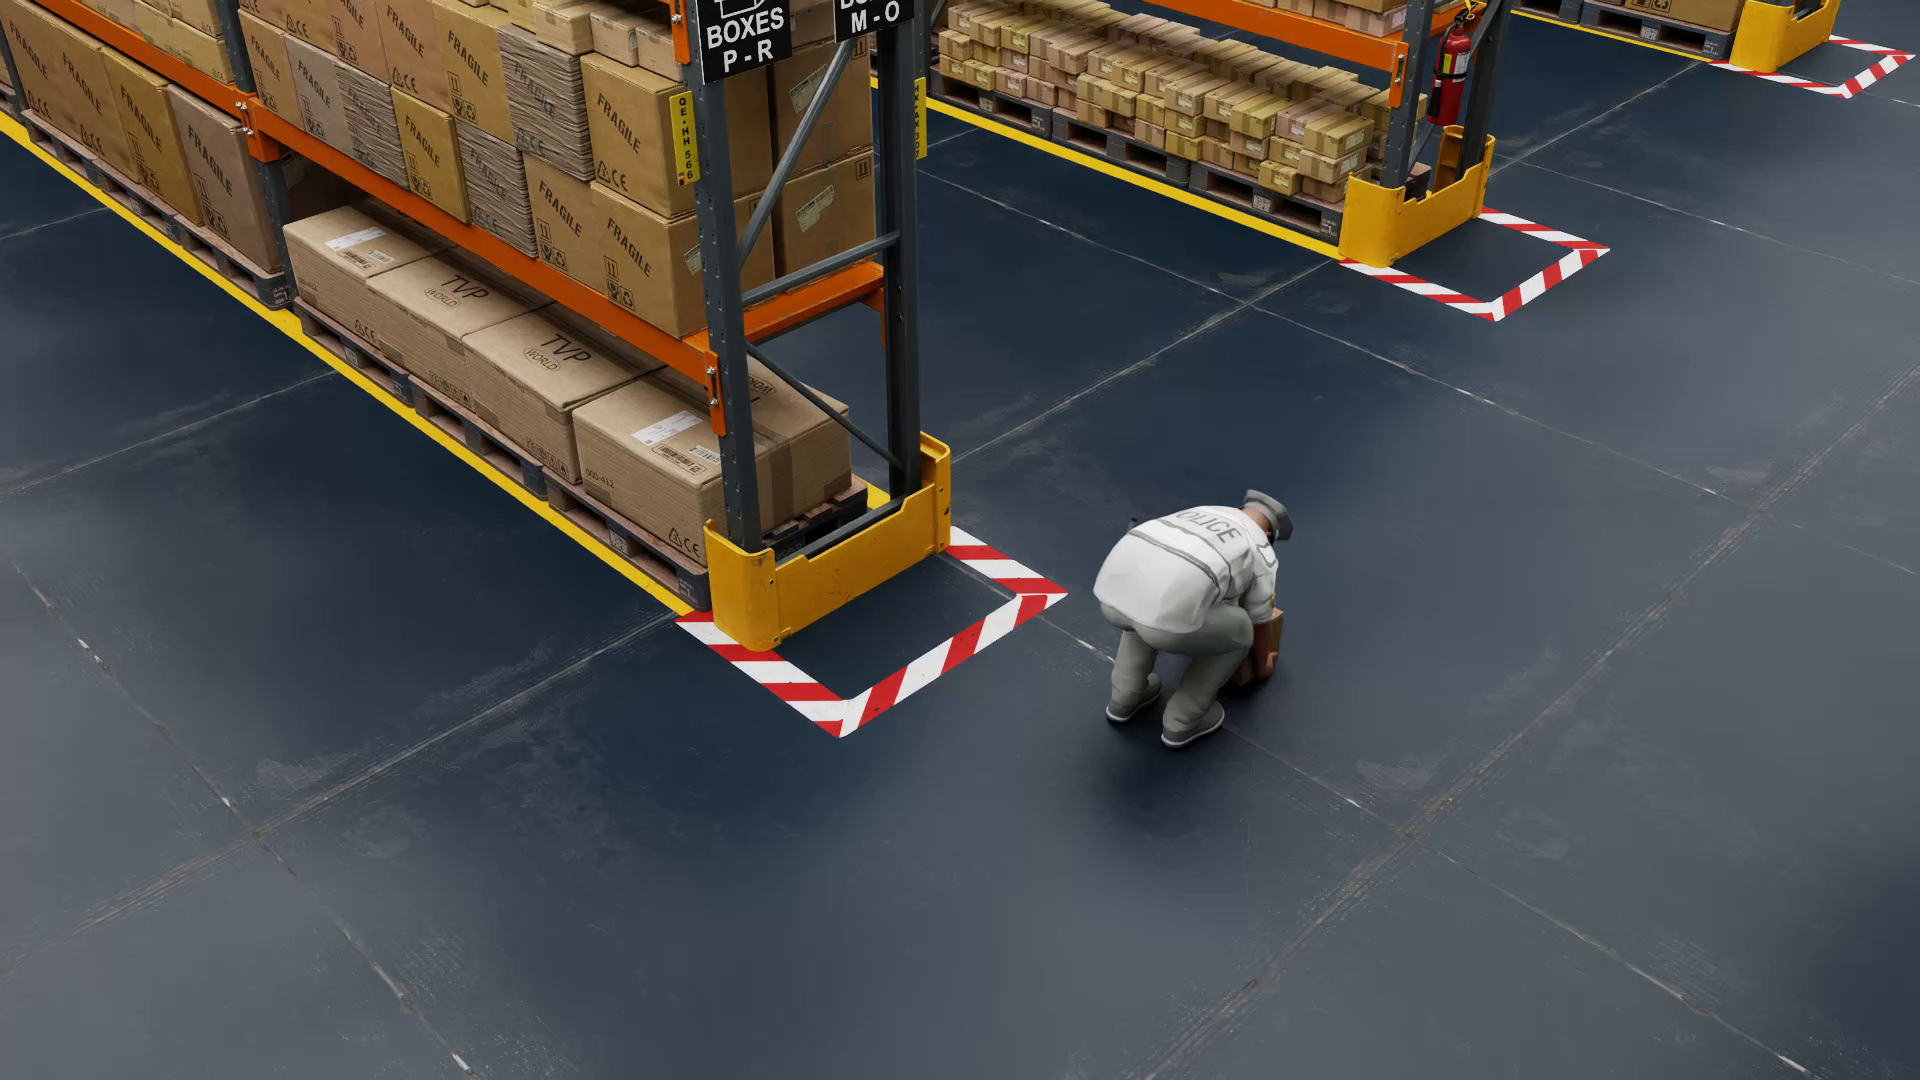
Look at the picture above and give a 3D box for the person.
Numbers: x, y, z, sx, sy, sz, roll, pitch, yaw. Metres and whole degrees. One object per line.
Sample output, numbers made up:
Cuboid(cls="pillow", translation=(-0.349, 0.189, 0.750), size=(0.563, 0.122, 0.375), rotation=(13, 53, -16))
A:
Cuboid(cls="person", translation=(0.923, 0.259, 6.479), size=(0.533, 0.939, 1.023), rotation=(28, 44, 33))
